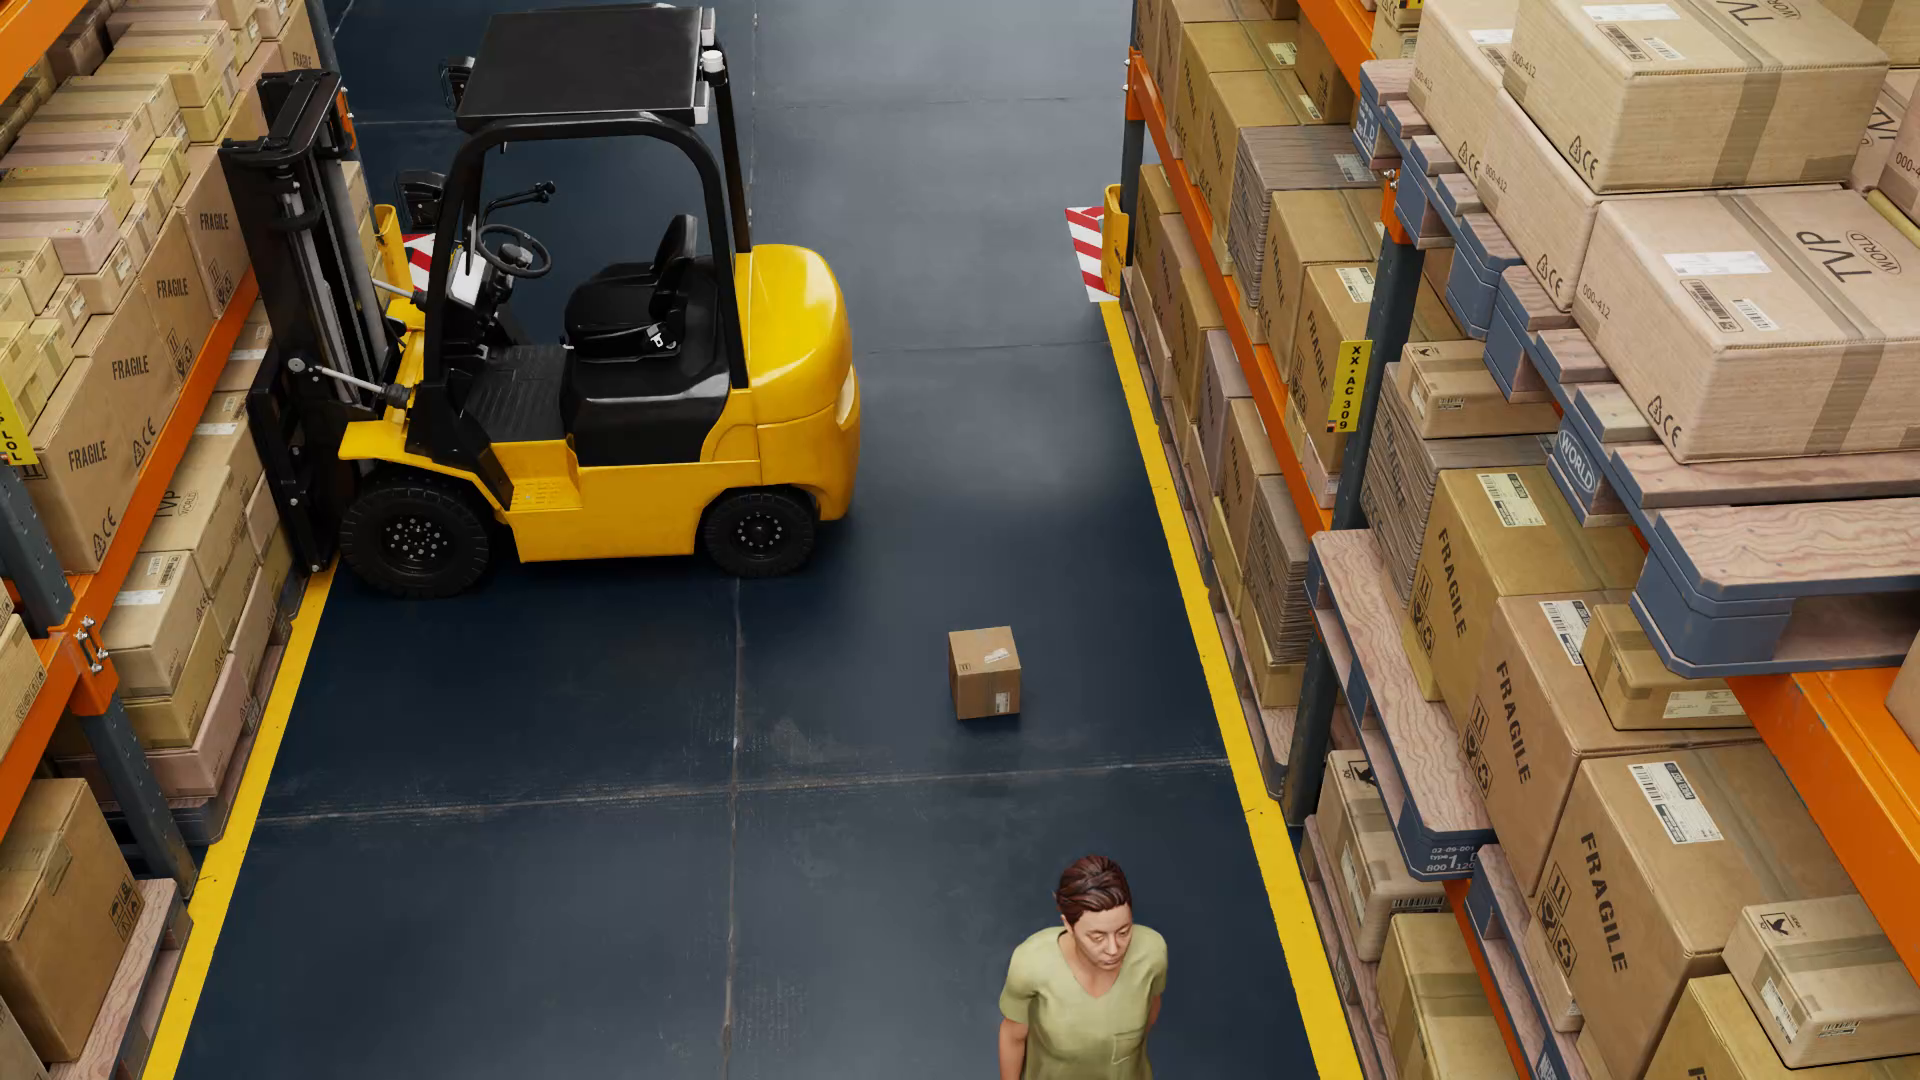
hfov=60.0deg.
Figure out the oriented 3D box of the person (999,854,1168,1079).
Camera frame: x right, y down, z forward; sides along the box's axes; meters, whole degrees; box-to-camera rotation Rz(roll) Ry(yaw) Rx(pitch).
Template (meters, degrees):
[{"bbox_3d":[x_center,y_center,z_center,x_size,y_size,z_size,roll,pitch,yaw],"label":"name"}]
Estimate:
[{"bbox_3d":[0.315,1.410,4.419,0.440,1.630,0.926,-2,39,-3],"label":"person"}]
